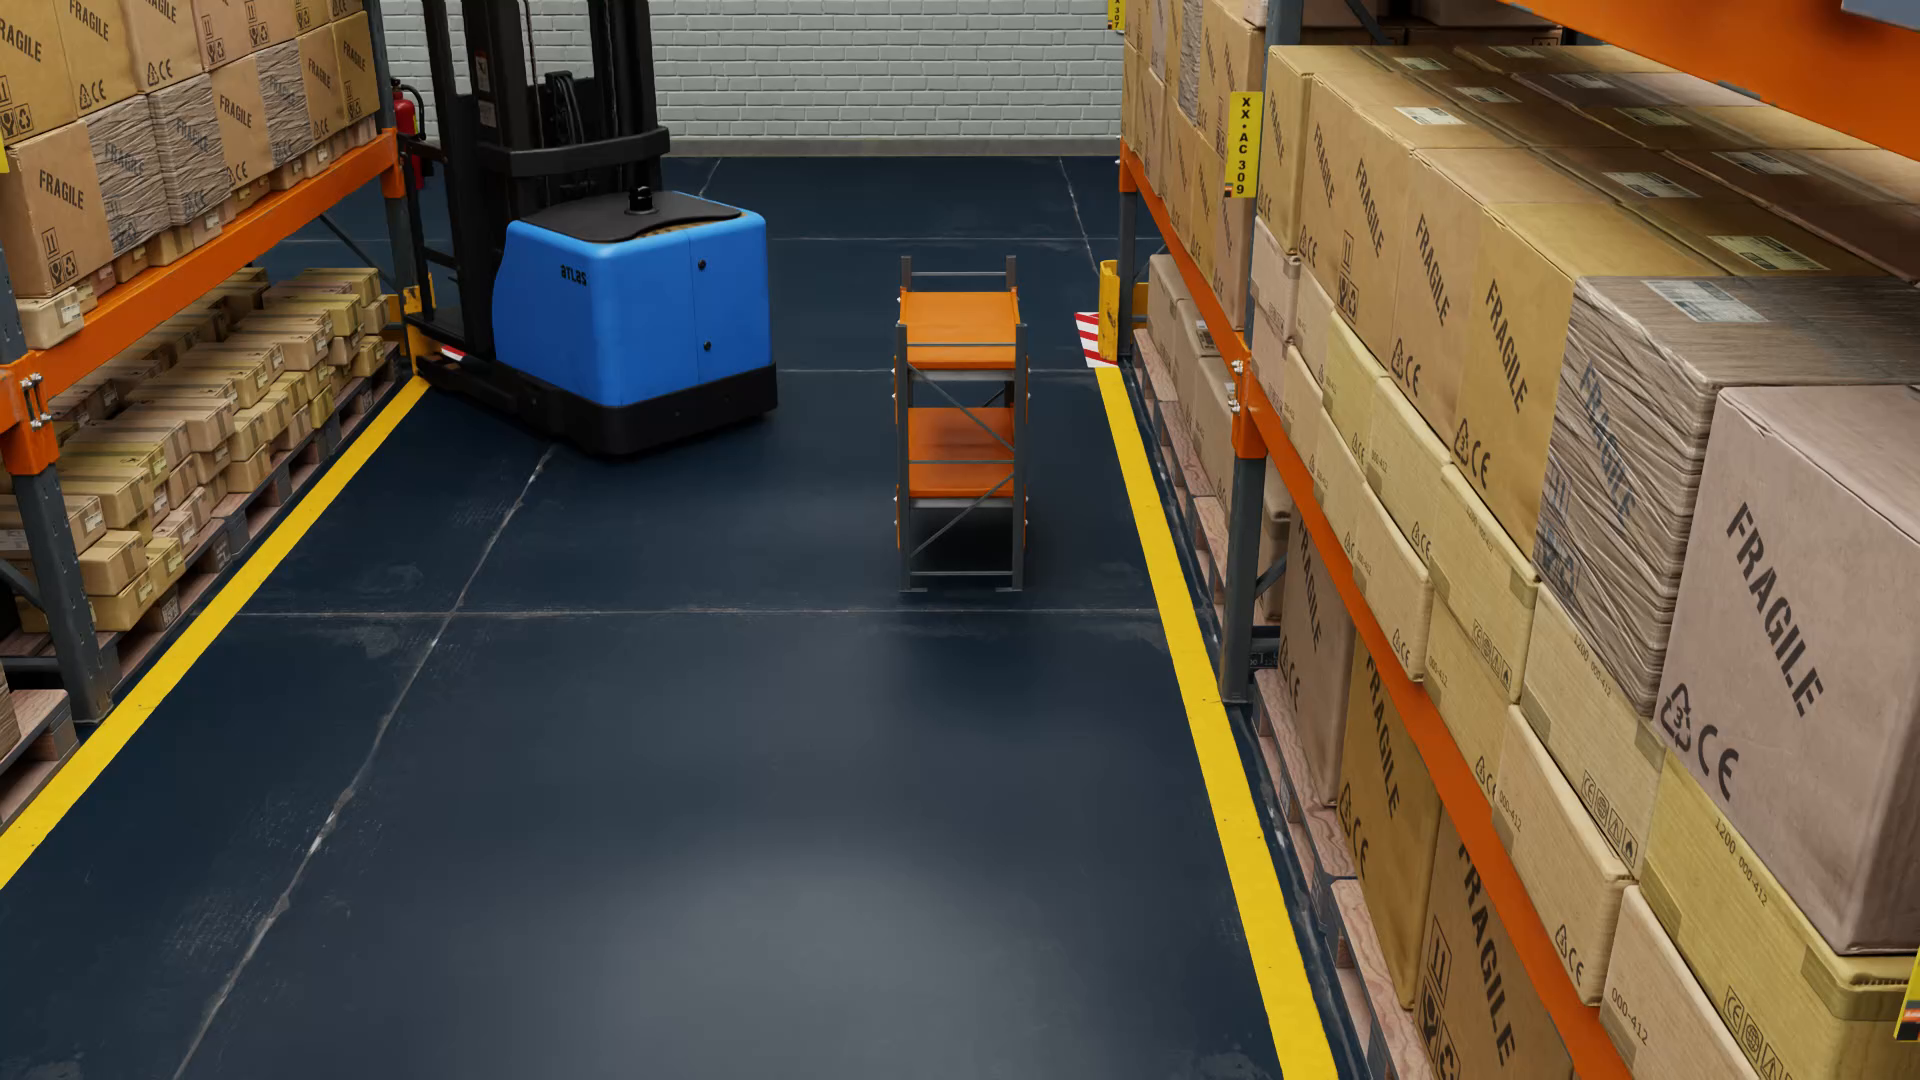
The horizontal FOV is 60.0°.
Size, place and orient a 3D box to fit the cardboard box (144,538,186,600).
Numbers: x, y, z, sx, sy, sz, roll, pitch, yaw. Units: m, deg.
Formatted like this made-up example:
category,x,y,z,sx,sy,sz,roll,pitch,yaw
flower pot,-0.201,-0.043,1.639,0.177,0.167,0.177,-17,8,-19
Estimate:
category,x,y,z,sx,sy,sz,roll,pitch,yaw
cardboard box,-3.196,0.107,6.323,0.380,0.149,0.250,0,24,1

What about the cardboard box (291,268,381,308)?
category,x,y,z,sx,sy,sz,roll,pitch,yaw
cardboard box,-3.295,-1.334,8.788,0.380,0.149,0.250,0,24,0

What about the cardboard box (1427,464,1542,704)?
category,x,y,z,sx,sy,sz,roll,pitch,yaw
cardboard box,1.187,0.065,3.042,0.500,0.250,0.500,-1,24,-2

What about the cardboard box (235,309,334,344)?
category,x,y,z,sx,sy,sz,roll,pitch,yaw
cardboard box,-3.280,-1.017,8.087,0.380,0.149,0.250,-1,24,-3

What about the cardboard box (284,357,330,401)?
category,x,y,z,sx,sy,sz,roll,pitch,yaw
cardboard box,-3.237,-0.772,7.906,0.380,0.149,0.250,0,24,0

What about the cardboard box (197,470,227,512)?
category,x,y,z,sx,sy,sz,roll,pitch,yaw
cardboard box,-3.341,-0.210,7.025,0.380,0.149,0.250,-1,24,-3

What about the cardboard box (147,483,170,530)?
category,x,y,z,sx,sy,sz,roll,pitch,yaw
cardboard box,-3.326,-0.122,6.469,0.380,0.149,0.250,0,24,-1

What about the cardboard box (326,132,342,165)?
category,x,y,z,sx,sy,sz,roll,pitch,yaw
cardboard box,-3.285,-1.934,8.192,0.380,0.149,0.250,0,24,-1

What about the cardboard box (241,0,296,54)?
category,x,y,z,sx,sy,sz,roll,pitch,yaw
cardboard box,-3.280,-2.414,7.252,0.500,0.500,0.500,1,24,2

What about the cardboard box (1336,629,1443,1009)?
category,x,y,z,sx,sy,sz,roll,pitch,yaw
cardboard box,1.543,0.601,4.351,0.875,0.875,0.875,0,24,1

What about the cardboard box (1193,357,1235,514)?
category,x,y,z,sx,sy,sz,roll,pitch,yaw
cardboard box,1.528,-0.455,7.217,0.875,0.438,0.875,-1,24,-2

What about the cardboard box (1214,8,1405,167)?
category,x,y,z,sx,sy,sz,roll,pitch,yaw
cardboard box,1.157,-1.498,5.587,0.500,0.500,0.500,0,24,-1

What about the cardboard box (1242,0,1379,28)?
category,x,y,z,sx,sy,sz,roll,pitch,yaw
cardboard box,1.117,-1.726,5.303,0.380,0.149,0.250,-1,24,-2

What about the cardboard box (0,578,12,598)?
category,x,y,z,sx,sy,sz,roll,pitch,yaw
cardboard box,-3.775,0.101,6.337,0.380,0.149,0.250,0,24,1

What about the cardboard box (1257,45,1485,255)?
category,x,y,z,sx,sy,sz,roll,pitch,yaw
cardboard box,1.156,-1.122,4.756,0.500,0.500,0.500,0,24,0

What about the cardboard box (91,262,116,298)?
category,x,y,z,sx,sy,sz,roll,pitch,yaw
cardboard box,-3.319,-0.959,6.035,0.380,0.149,0.250,-1,24,-3

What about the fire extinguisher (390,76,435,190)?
category,x,y,z,sx,sy,sz,roll,pitch,yaw
fire extinguisher,-3.095,-2.288,9.216,0.296,0.674,0.183,0,24,-1

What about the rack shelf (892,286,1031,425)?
category,x,y,z,sx,sy,sz,roll,pitch,yaw
rack shelf,0.000,-0.782,6.904,0.538,0.278,1.000,0,24,-1

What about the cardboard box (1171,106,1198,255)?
category,x,y,z,sx,sy,sz,roll,pitch,yaw
cardboard box,1.146,-1.458,6.712,0.500,0.500,0.500,-1,24,-1

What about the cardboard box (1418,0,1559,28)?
category,x,y,z,sx,sy,sz,roll,pitch,yaw
cardboard box,1.694,-1.731,5.316,0.380,0.149,0.250,-1,24,-1

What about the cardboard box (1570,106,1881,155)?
category,x,y,z,sx,sy,sz,roll,pitch,yaw
cardboard box,1.693,-0.699,3.822,0.500,0.500,0.500,0,24,1

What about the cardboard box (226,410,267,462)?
category,x,y,z,sx,sy,sz,roll,pitch,yaw
cardboard box,-3.245,-0.451,7.197,0.380,0.149,0.250,0,24,-1

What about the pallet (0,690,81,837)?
category,x,y,z,sx,sy,sz,roll,pitch,yaw
pallet,-3.500,0.852,5.110,1.003,0.211,1.213,0,24,-1

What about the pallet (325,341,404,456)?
category,x,y,z,sx,sy,sz,roll,pitch,yaw
pallet,-3.580,-0.751,8.654,1.003,0.211,1.213,0,24,-1

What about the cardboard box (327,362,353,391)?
category,x,y,z,sx,sy,sz,roll,pitch,yaw
cardboard box,-3.319,-0.849,8.438,0.380,0.149,0.250,0,24,-1

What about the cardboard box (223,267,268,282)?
category,x,y,z,sx,sy,sz,roll,pitch,yaw
cardboard box,-3.888,-1.334,8.787,0.380,0.149,0.250,-1,24,-3

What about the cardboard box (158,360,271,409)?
category,x,y,z,sx,sy,sz,roll,pitch,yaw
cardboard box,-3.299,-0.690,7.363,0.380,0.149,0.250,0,24,0

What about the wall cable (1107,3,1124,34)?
category,x,y,z,sx,sy,sz,roll,pitch,yaw
wall cable,1.310,-5.252,13.952,0.585,1.953,0.123,0,24,-1

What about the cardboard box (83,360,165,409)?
category,x,y,z,sx,sy,sz,roll,pitch,yaw
cardboard box,-3.756,-0.688,7.360,0.380,0.149,0.250,0,24,0

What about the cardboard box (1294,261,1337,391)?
category,x,y,z,sx,sy,sz,roll,pitch,yaw
cardboard box,1.195,-0.566,4.436,0.500,0.250,0.500,0,24,0

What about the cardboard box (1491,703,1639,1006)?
category,x,y,z,sx,sy,sz,roll,pitch,yaw
cardboard box,1.195,0.496,2.696,0.500,0.250,0.500,0,24,0

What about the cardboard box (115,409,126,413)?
category,x,y,z,sx,sy,sz,roll,pitch,yaw
cardboard box,-3.738,-0.547,7.408,0.380,0.149,0.250,1,24,2

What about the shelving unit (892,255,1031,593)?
category,x,y,z,sx,sy,sz,roll,pitch,yaw
shelving unit,0.000,-0.515,7.024,0.538,1.125,1.048,0,24,-1

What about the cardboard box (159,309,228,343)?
category,x,y,z,sx,sy,sz,roll,pitch,yaw
cardboard box,-3.805,-1.015,8.081,0.380,0.149,0.250,-1,24,-3

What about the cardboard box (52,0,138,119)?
category,x,y,z,sx,sy,sz,roll,pitch,yaw
cardboard box,-3.293,-1.777,5.843,0.500,0.500,0.500,-1,24,-2

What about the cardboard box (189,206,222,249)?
category,x,y,z,sx,sy,sz,roll,pitch,yaw
cardboard box,-3.249,-1.286,6.758,0.380,0.149,0.250,1,24,2

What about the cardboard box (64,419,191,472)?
category,x,y,z,sx,sy,sz,roll,pitch,yaw
cardboard box,-3.328,-0.371,6.658,0.380,0.149,0.250,-1,24,-2

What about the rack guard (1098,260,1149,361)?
category,x,y,z,sx,sy,sz,roll,pitch,yaw
rack guard,1.394,-1.323,9.568,1.175,0.500,0.348,0,24,-1

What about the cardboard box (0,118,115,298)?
category,x,y,z,sx,sy,sz,roll,pitch,yaw
cardboard box,-3.264,-1.126,5.617,0.500,0.500,0.500,-1,24,-2

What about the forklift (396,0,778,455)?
category,x,y,z,sx,sy,sz,roll,pitch,yaw
forklift,-2.333,-2.258,8.685,1.130,2.935,3.031,-22,32,-40

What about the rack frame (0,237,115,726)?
category,x,y,z,sx,sy,sz,roll,pitch,yaw
rack frame,-3.510,-0.740,5.245,1.000,3.000,0.127,0,24,-1

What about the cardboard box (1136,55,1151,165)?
category,x,y,z,sx,sy,sz,roll,pitch,yaw
cardboard box,1.146,-2.090,8.109,0.500,0.500,0.500,-1,24,-1

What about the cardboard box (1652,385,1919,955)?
category,x,y,z,sx,sy,sz,roll,pitch,yaw
cardboard box,1.215,0.132,1.984,0.500,0.500,0.500,-1,24,-2

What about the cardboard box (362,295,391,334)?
category,x,y,z,sx,sy,sz,roll,pitch,yaw
cardboard box,-3.263,-1.199,8.851,0.380,0.149,0.250,-1,24,-2

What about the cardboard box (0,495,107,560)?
category,x,y,z,sx,sy,sz,roll,pitch,yaw
cardboard box,-3.307,-0.046,5.939,0.380,0.149,0.250,1,24,2

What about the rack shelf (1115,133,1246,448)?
category,x,y,z,sx,sy,sz,roll,pitch,yaw
rack shelf,1.416,-1.300,7.357,1.077,0.370,4.000,0,24,-1

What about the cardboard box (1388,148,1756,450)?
category,x,y,z,sx,sy,sz,roll,pitch,yaw
cardboard box,1.204,-0.493,3.365,0.500,0.500,0.500,-1,24,-1

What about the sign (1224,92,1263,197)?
category,x,y,z,sx,sy,sz,roll,pitch,yaw
sign,0.883,-1.231,5.185,0.100,0.325,0.005,0,24,-1

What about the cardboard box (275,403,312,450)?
category,x,y,z,sx,sy,sz,roll,pitch,yaw
cardboard box,-3.255,-0.530,7.732,0.380,0.149,0.250,0,24,0

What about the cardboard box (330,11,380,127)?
category,x,y,z,sx,sy,sz,roll,pitch,yaw
cardboard box,-3.292,-2.385,8.401,0.500,0.500,0.500,0,24,1

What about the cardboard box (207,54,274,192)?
category,x,y,z,sx,sy,sz,roll,pitch,yaw
cardboard box,-3.281,-1.758,7.015,0.500,0.500,0.500,1,24,2

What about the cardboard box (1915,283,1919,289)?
category,x,y,z,sx,sy,sz,roll,pitch,yaw
cardboard box,1.706,-0.065,2.419,0.500,0.500,0.500,0,24,0

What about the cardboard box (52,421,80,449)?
category,x,y,z,sx,sy,sz,roll,pitch,yaw
cardboard box,-3.752,-0.363,6.641,0.380,0.149,0.250,1,24,1

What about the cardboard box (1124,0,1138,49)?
category,x,y,z,sx,sy,sz,roll,pitch,yaw
cardboard box,1.115,-2.754,8.364,0.500,0.500,0.500,-1,24,-2

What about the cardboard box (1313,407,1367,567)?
category,x,y,z,sx,sy,sz,roll,pitch,yaw
cardboard box,1.176,-0.128,4.075,0.500,0.250,0.500,0,24,-1

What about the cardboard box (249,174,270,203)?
category,x,y,z,sx,sy,sz,roll,pitch,yaw
cardboard box,-3.342,-1.609,7.472,0.380,0.149,0.250,-1,24,-3

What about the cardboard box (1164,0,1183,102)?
category,x,y,z,sx,sy,sz,roll,pitch,yaw
cardboard box,1.147,-2.123,6.970,0.500,0.500,0.500,0,24,0

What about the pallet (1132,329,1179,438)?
category,x,y,z,sx,sy,sz,roll,pitch,yaw
pallet,1.482,-0.852,8.878,1.003,0.211,1.213,0,24,-1
